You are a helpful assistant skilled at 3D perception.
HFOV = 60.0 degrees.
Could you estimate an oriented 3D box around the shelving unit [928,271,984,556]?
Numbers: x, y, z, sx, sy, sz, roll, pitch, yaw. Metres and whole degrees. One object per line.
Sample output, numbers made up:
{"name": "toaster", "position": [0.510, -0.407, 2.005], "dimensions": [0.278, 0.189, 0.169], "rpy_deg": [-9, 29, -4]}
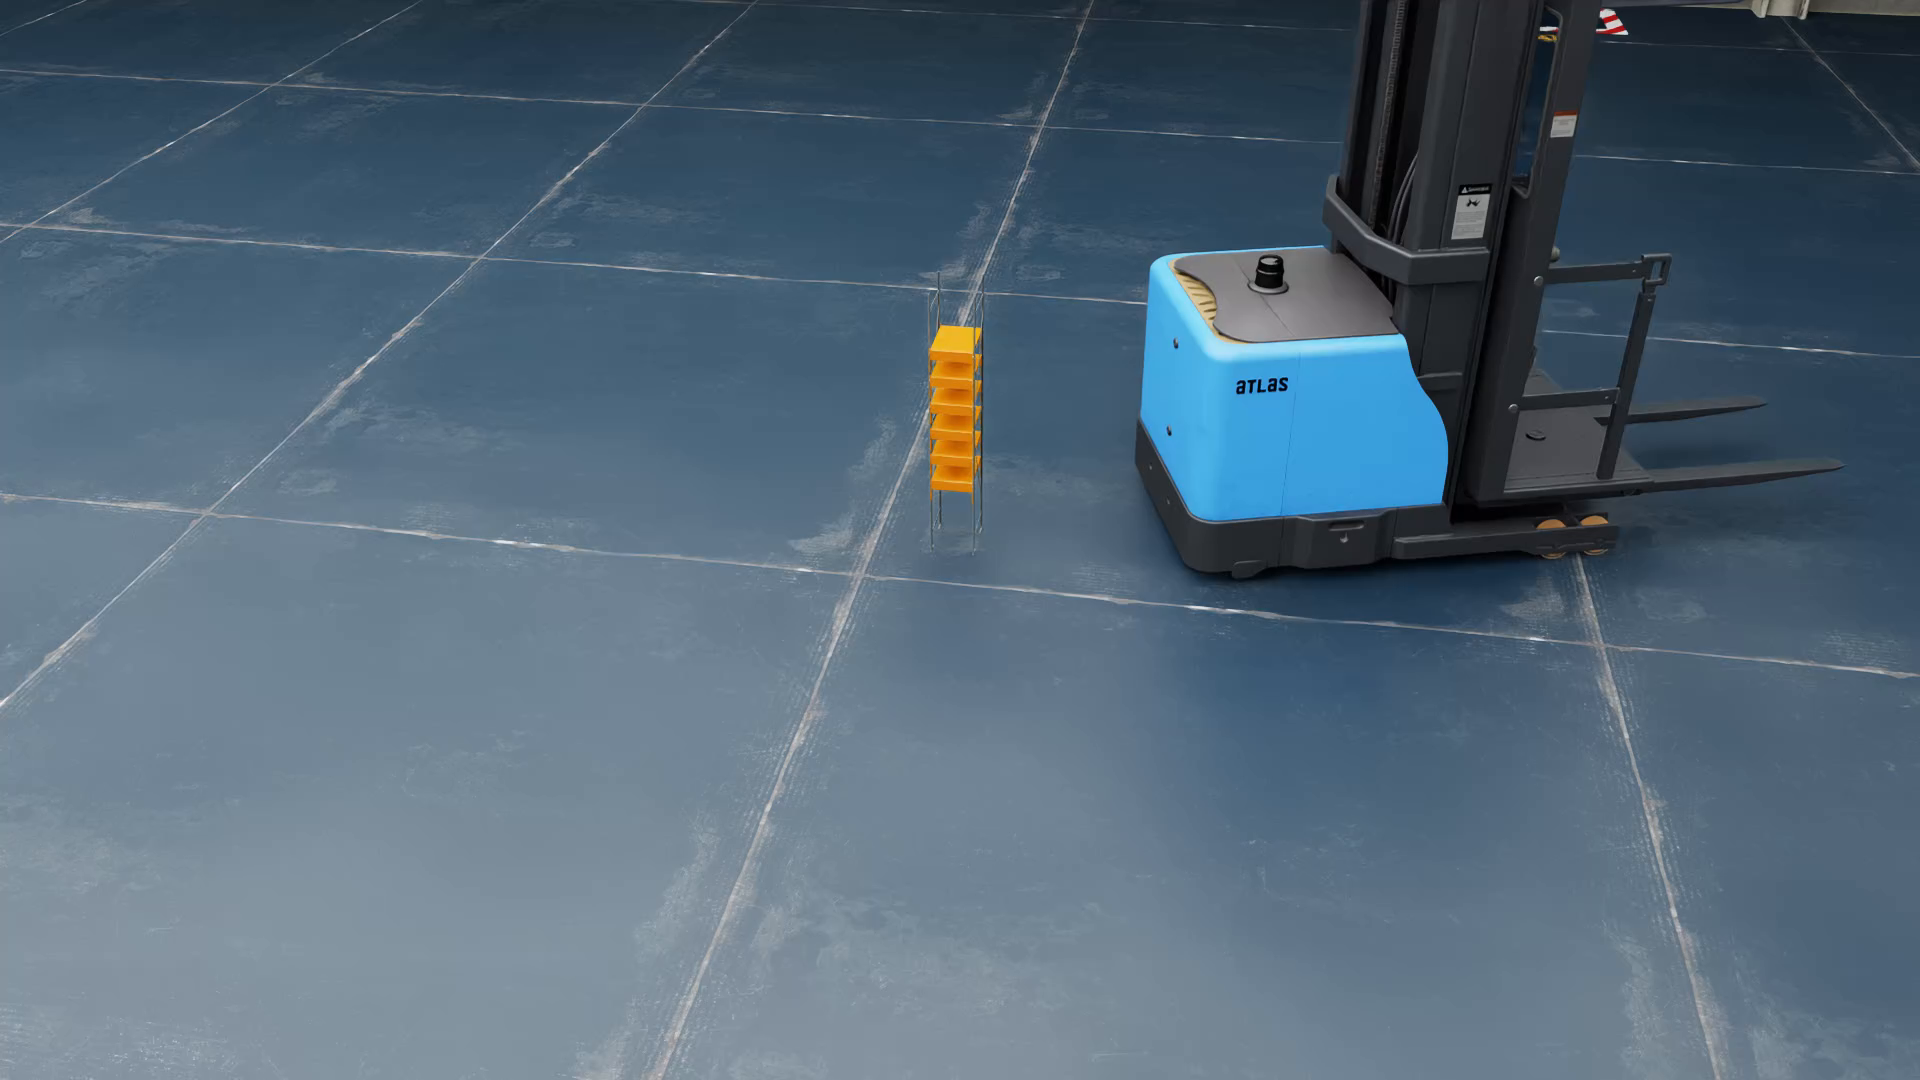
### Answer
{"name": "shelving unit", "position": [-0.014, -0.510, 6.934], "dimensions": [0.189, 1.200, 0.258], "rpy_deg": [5, 32, 8]}

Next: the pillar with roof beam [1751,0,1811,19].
{"name": "pillar with roof beam", "position": [6.490, -6.204, 8.681], "dimensions": [0.400, 9.000, 9.100], "rpy_deg": [5, 32, 8]}

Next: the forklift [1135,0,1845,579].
{"name": "forklift", "position": [2.370, -1.435, 6.780], "dimensions": [3.031, 2.935, 1.130], "rpy_deg": [-5, 32, -7]}

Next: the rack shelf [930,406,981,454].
{"name": "rack shelf", "position": [-0.014, -0.472, 6.957], "dimensions": [0.180, 0.103, 0.258], "rpy_deg": [5, 32, 8]}

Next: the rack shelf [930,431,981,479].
{"name": "rack shelf", "position": [-0.014, -0.370, 7.021], "dimensions": [0.180, 0.103, 0.258], "rpy_deg": [5, 32, 8]}

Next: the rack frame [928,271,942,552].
{"name": "rack frame", "position": [-0.104, -0.518, 6.947], "dimensions": [0.006, 1.200, 0.240], "rpy_deg": [5, 32, 8]}

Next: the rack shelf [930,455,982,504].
{"name": "rack shelf", "position": [-0.014, -0.269, 7.085], "dimensions": [0.180, 0.103, 0.258], "rpy_deg": [5, 32, 8]}

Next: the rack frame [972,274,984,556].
{"name": "rack frame", "position": [0.076, -0.502, 6.921], "dimensions": [0.006, 1.200, 0.240], "rpy_deg": [5, 32, 8]}

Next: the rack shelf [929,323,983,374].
{"name": "rack shelf", "position": [-0.014, -0.777, 6.766], "dimensions": [0.180, 0.103, 0.258], "rpy_deg": [5, 32, 8]}

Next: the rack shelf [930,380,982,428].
{"name": "rack shelf", "position": [-0.014, -0.574, 6.894], "dimensions": [0.180, 0.103, 0.258], "rpy_deg": [5, 32, 8]}

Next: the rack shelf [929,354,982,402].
{"name": "rack shelf", "position": [-0.014, -0.676, 6.830], "dimensions": [0.180, 0.103, 0.258], "rpy_deg": [5, 32, 8]}
